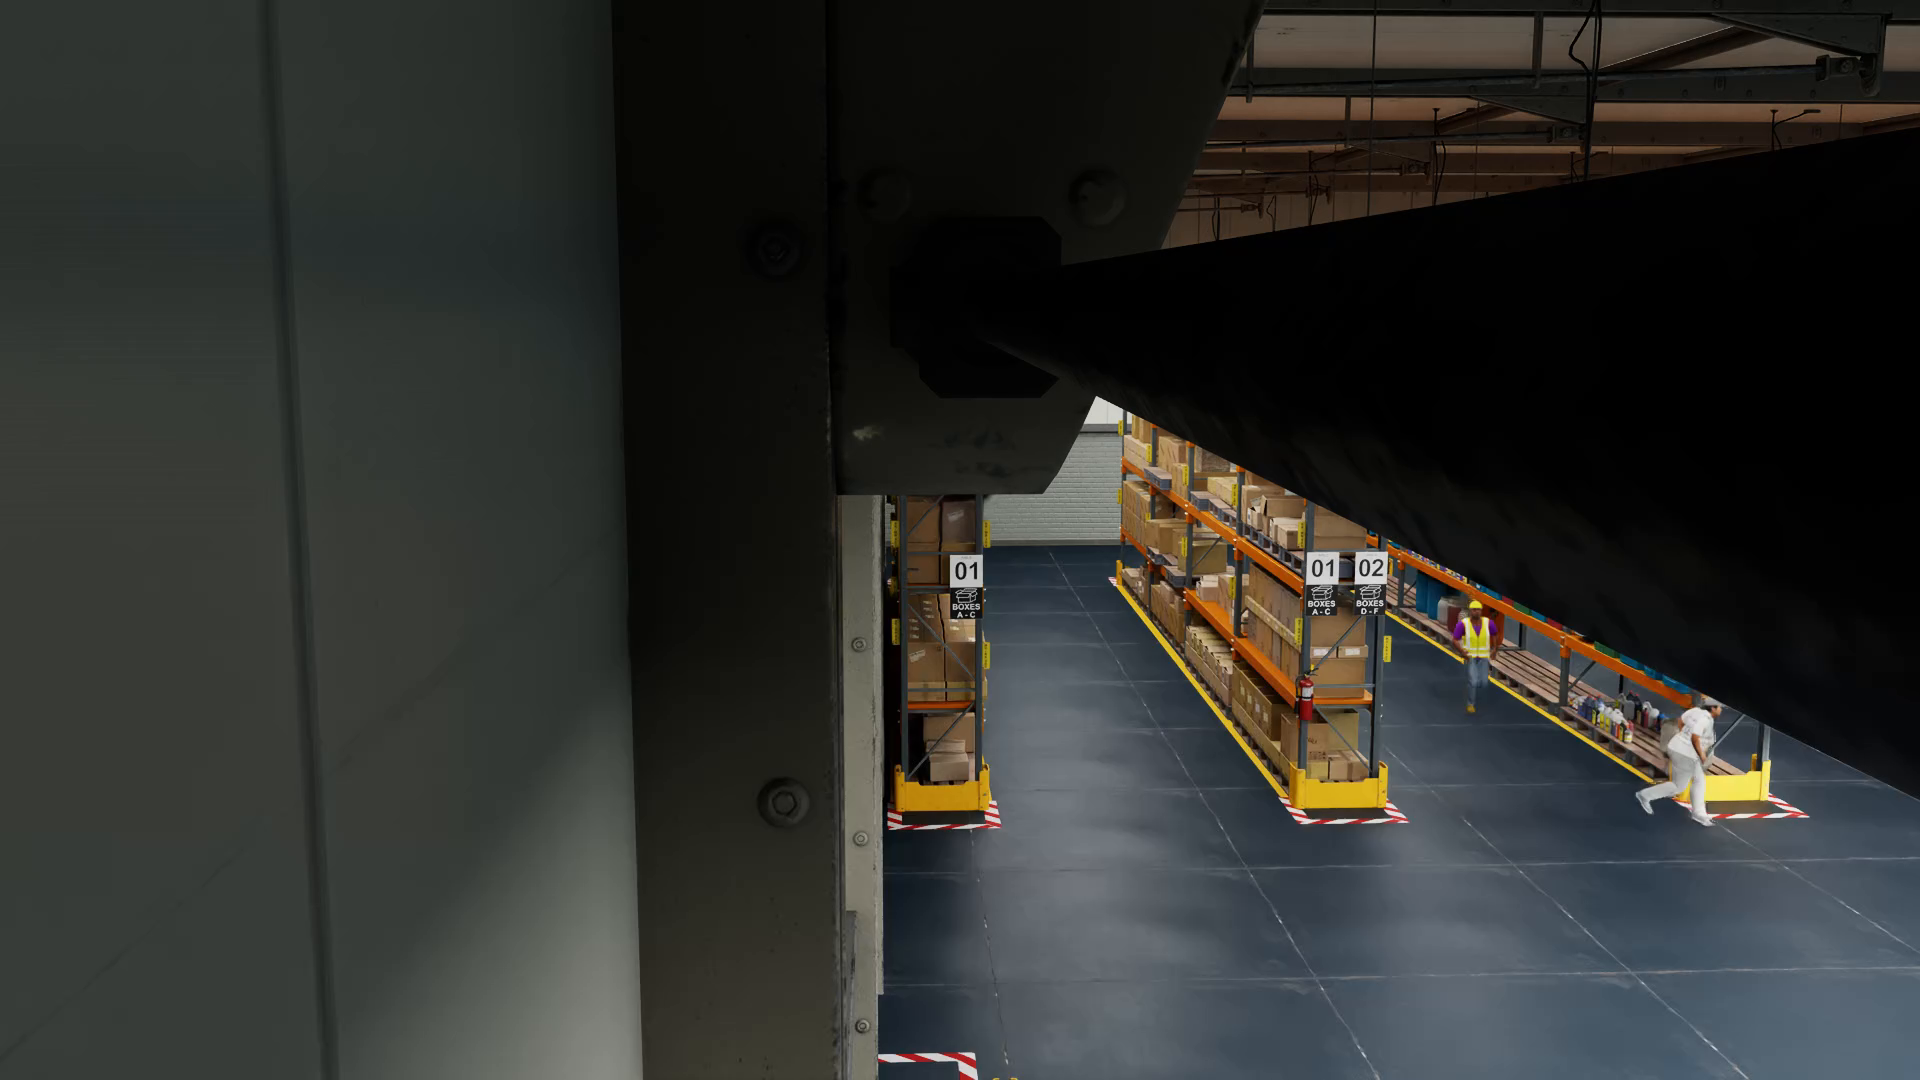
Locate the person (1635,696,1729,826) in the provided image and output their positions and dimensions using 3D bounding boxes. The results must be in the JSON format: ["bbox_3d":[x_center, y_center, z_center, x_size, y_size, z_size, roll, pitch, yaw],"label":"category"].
[{"bbox_3d":[8.653,2.641,19.978,1.003,1.626,0.627,1,8,6],"label":"person"}]

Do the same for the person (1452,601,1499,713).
[{"bbox_3d":[7.836,1.766,25.293,0.714,1.729,0.661,1,8,4],"label":"person"}]
